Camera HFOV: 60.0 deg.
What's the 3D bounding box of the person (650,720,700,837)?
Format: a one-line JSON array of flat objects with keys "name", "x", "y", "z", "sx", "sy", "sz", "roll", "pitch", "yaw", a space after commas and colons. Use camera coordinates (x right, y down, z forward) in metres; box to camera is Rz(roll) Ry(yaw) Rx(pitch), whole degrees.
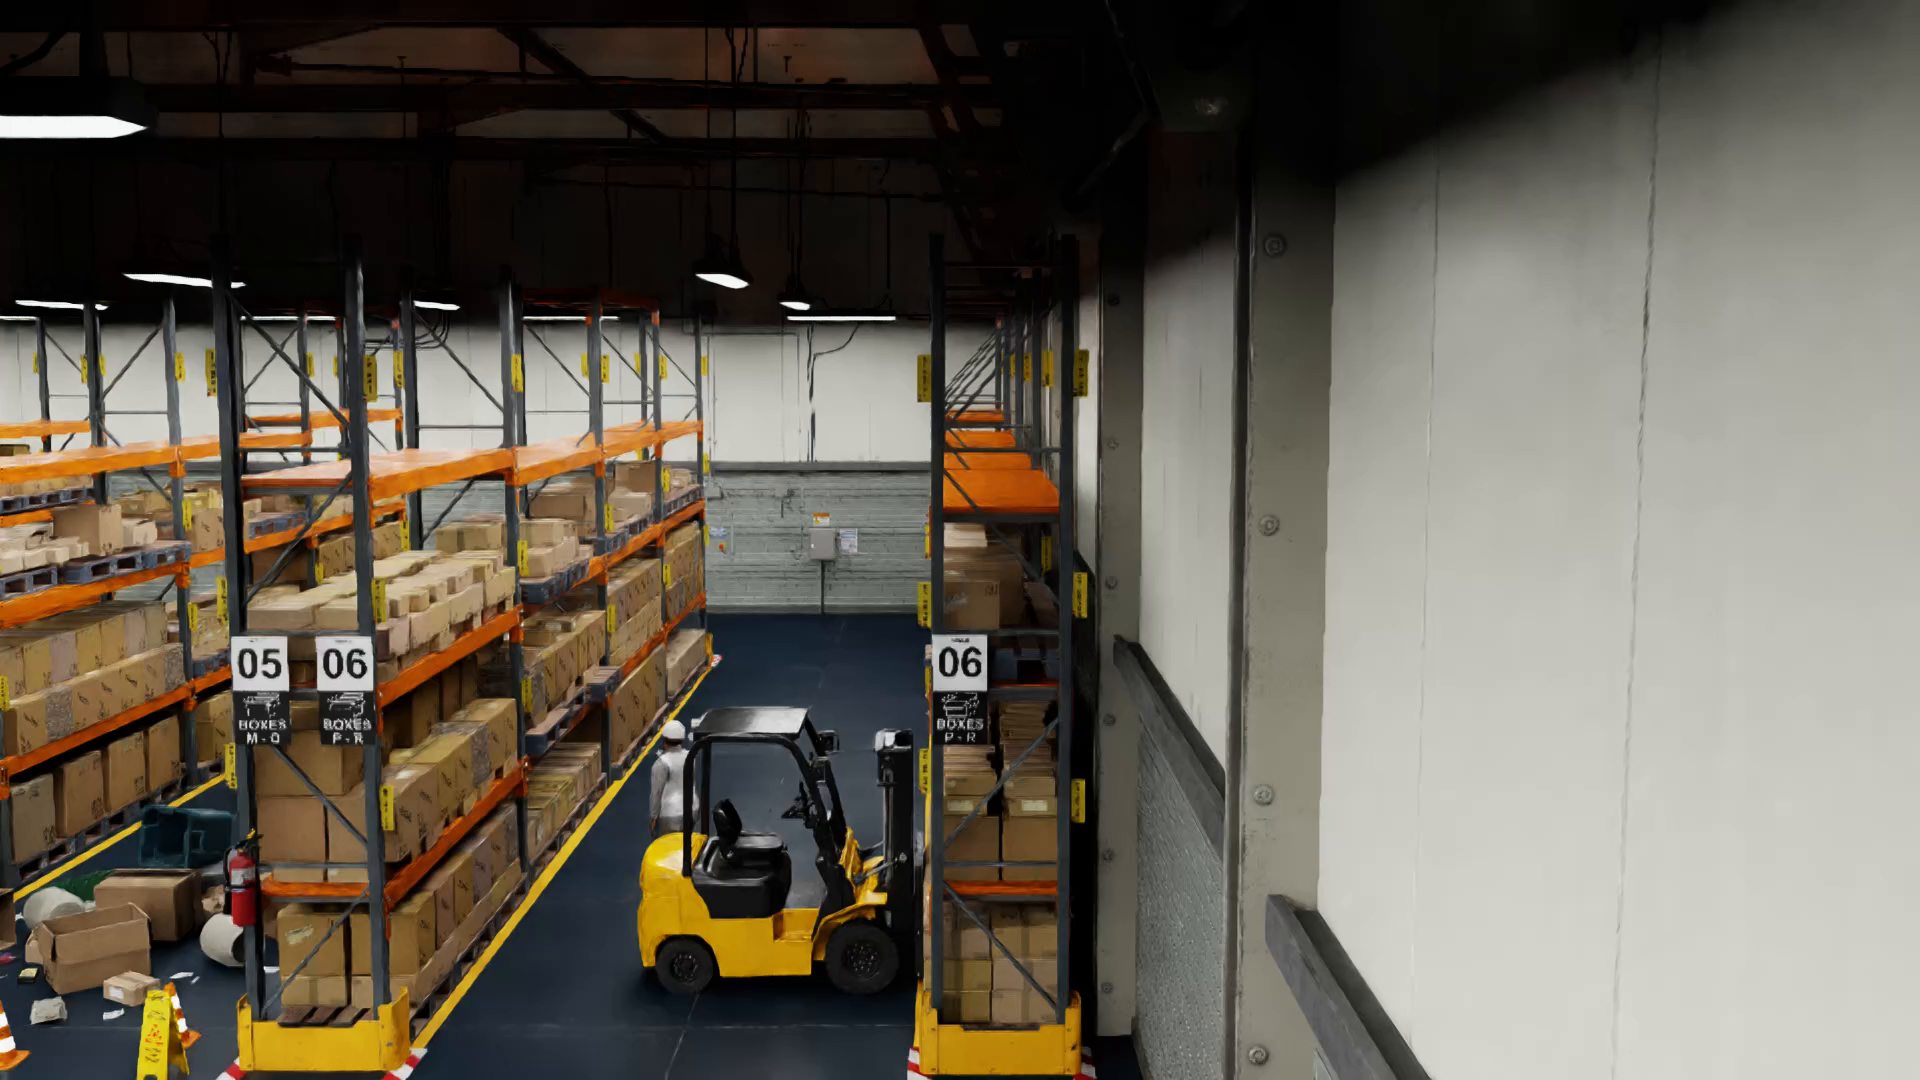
[{"name": "person", "x": -2.690, "y": 2.553, "z": 15.588, "sx": 0.576, "sy": 1.768, "sz": 0.626, "roll": 4, "pitch": 7, "yaw": 30}]
